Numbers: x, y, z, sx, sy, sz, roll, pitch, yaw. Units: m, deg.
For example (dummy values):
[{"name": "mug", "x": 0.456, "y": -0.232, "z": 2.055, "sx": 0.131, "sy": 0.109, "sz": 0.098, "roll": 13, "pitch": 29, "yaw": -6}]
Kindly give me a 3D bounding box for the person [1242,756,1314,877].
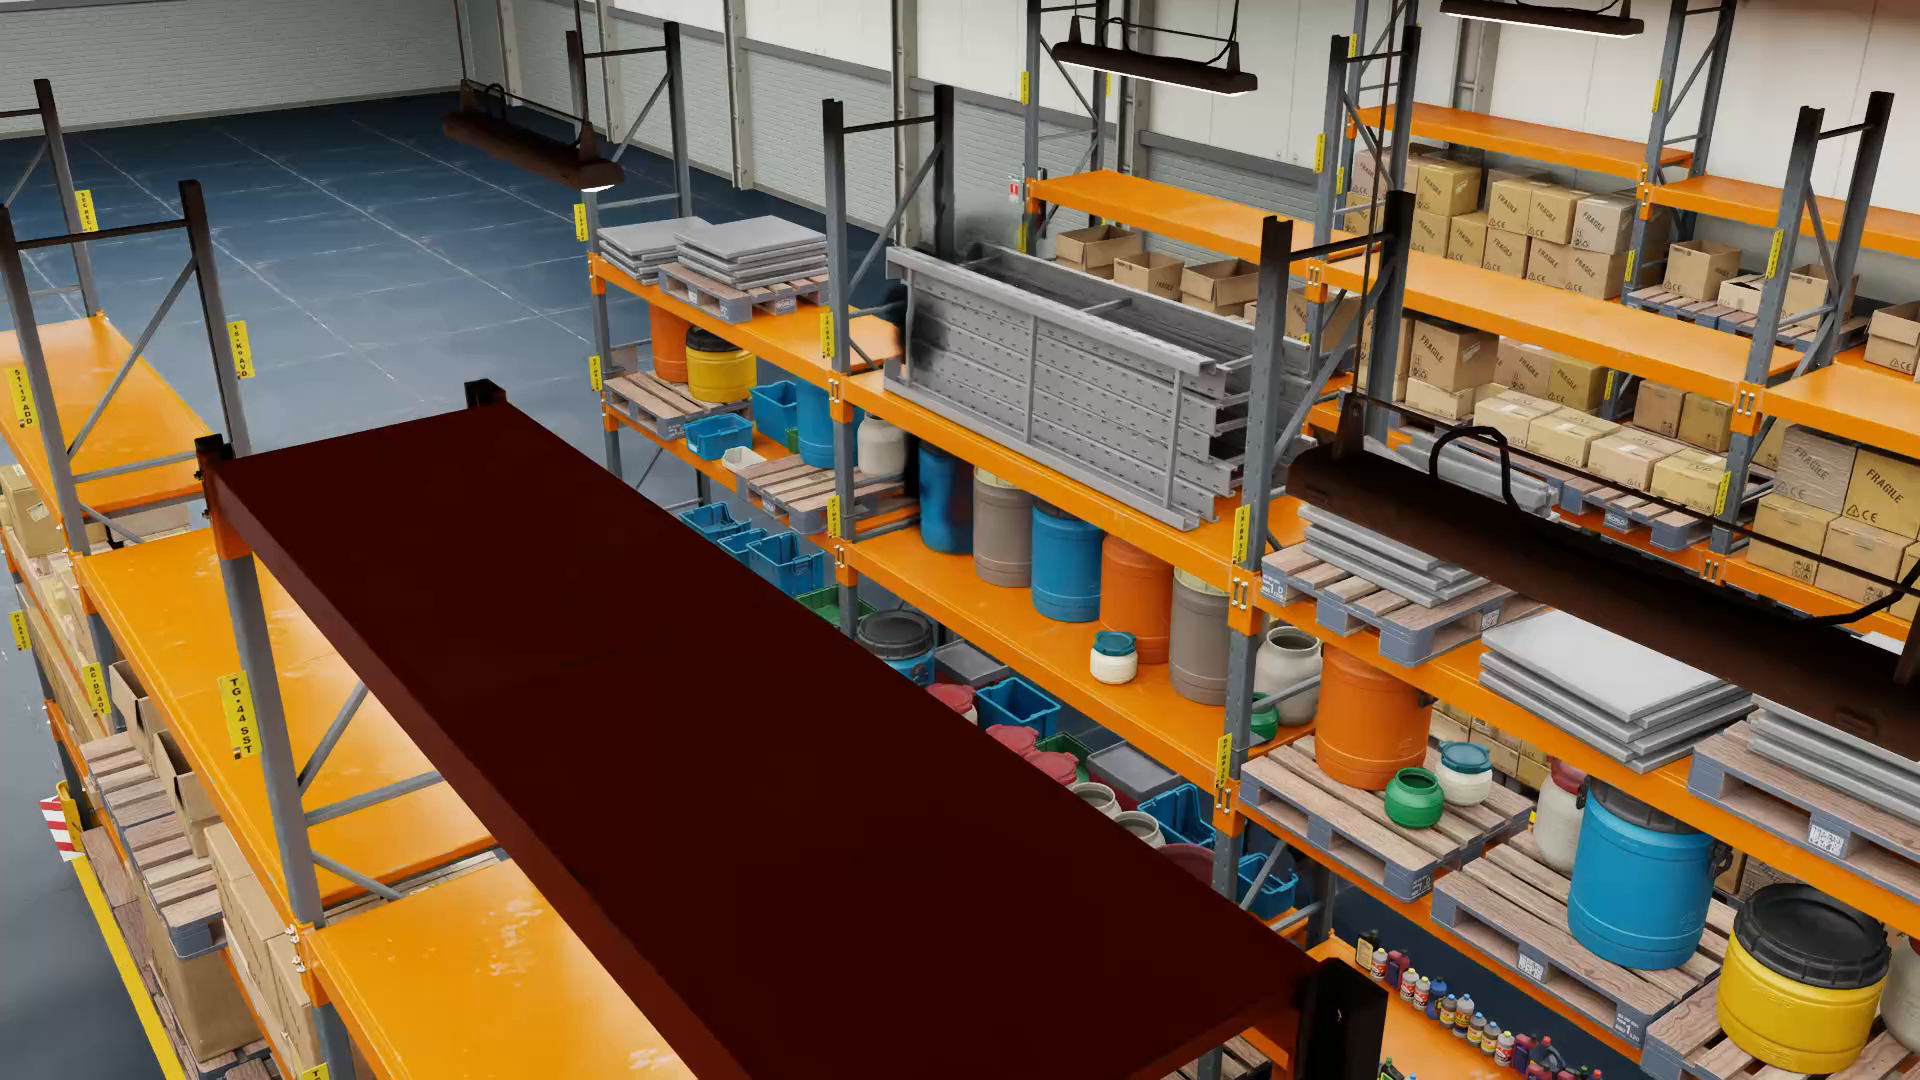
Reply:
[{"name": "person", "x": 2.377, "y": 1.866, "z": 12.843, "sx": 0.709, "sy": 1.767, "sz": 1.018, "roll": -22, "pitch": 33, "yaw": -39}]
